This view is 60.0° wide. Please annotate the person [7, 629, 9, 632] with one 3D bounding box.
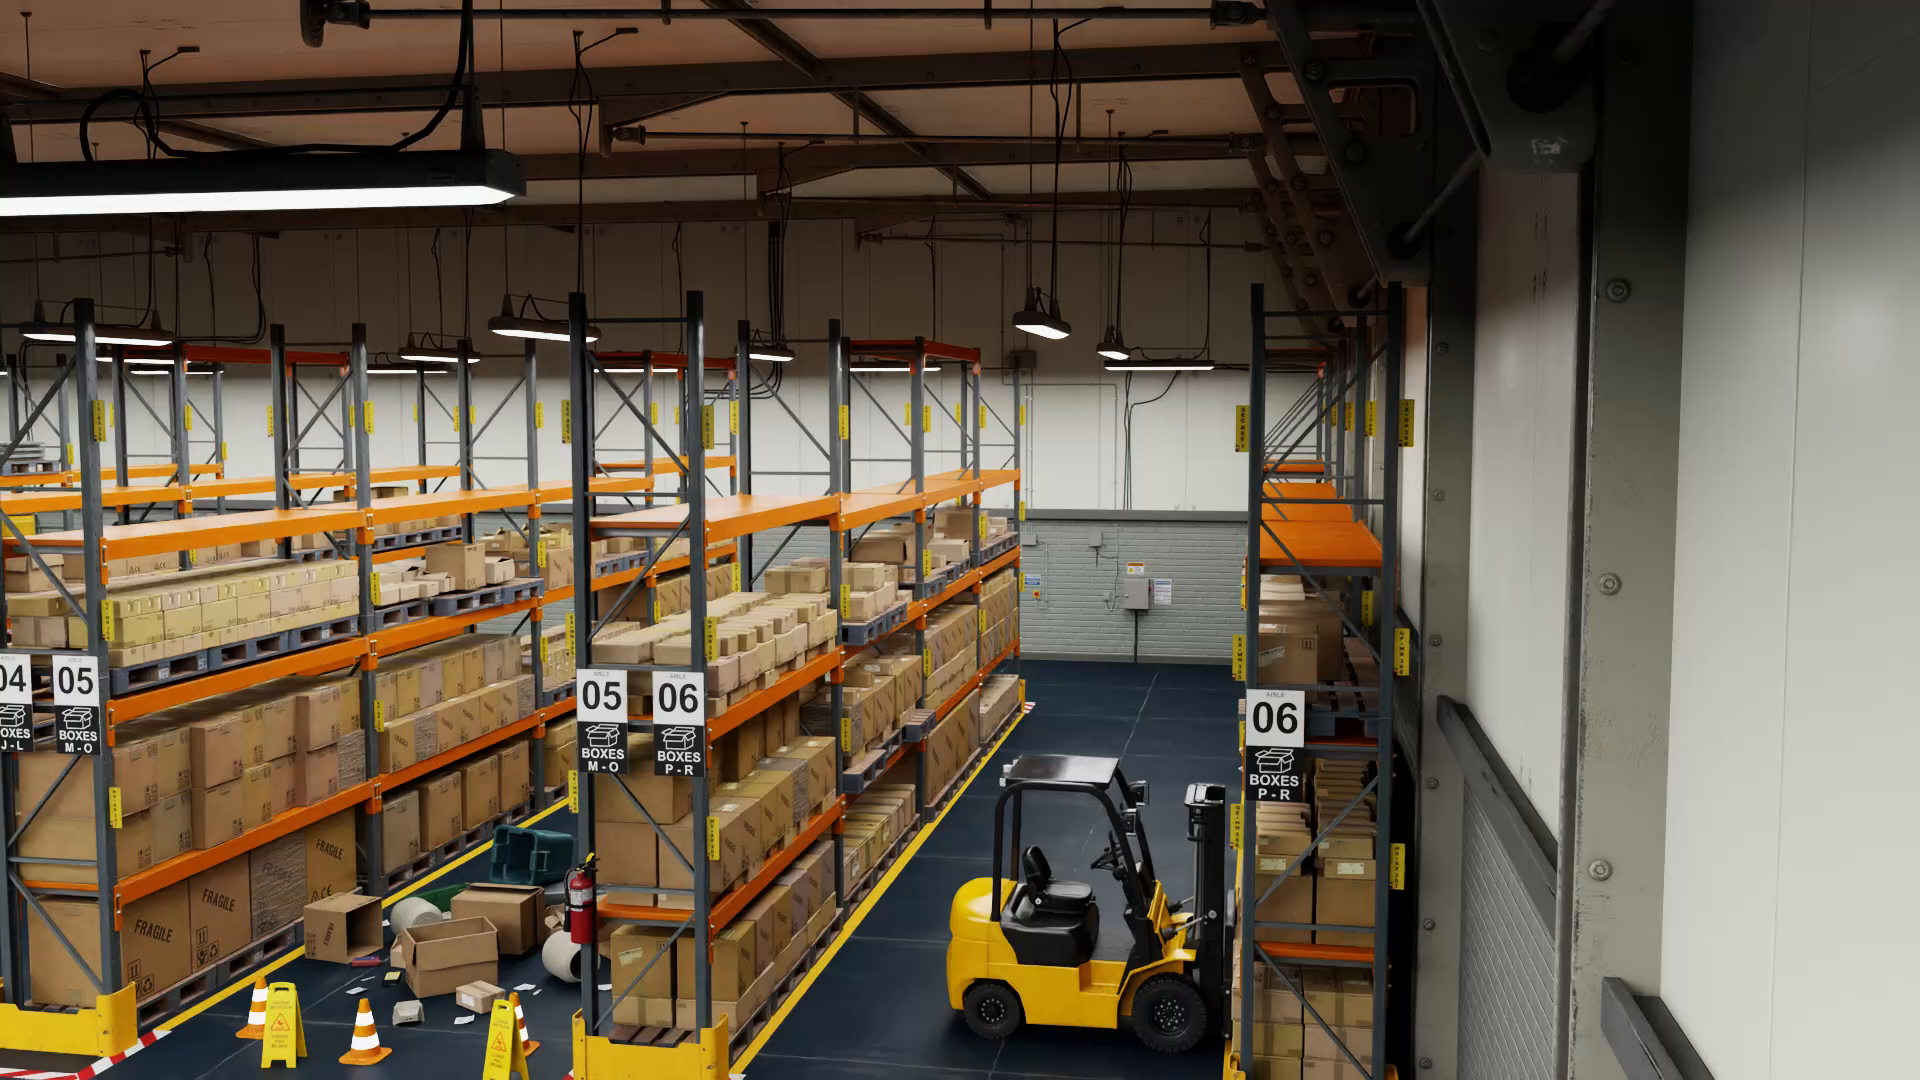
[{"bbox_3d":[-17.221,1.913,30.086,0.528,1.665,0.810,-1,5,-7],"label":"person"}]
